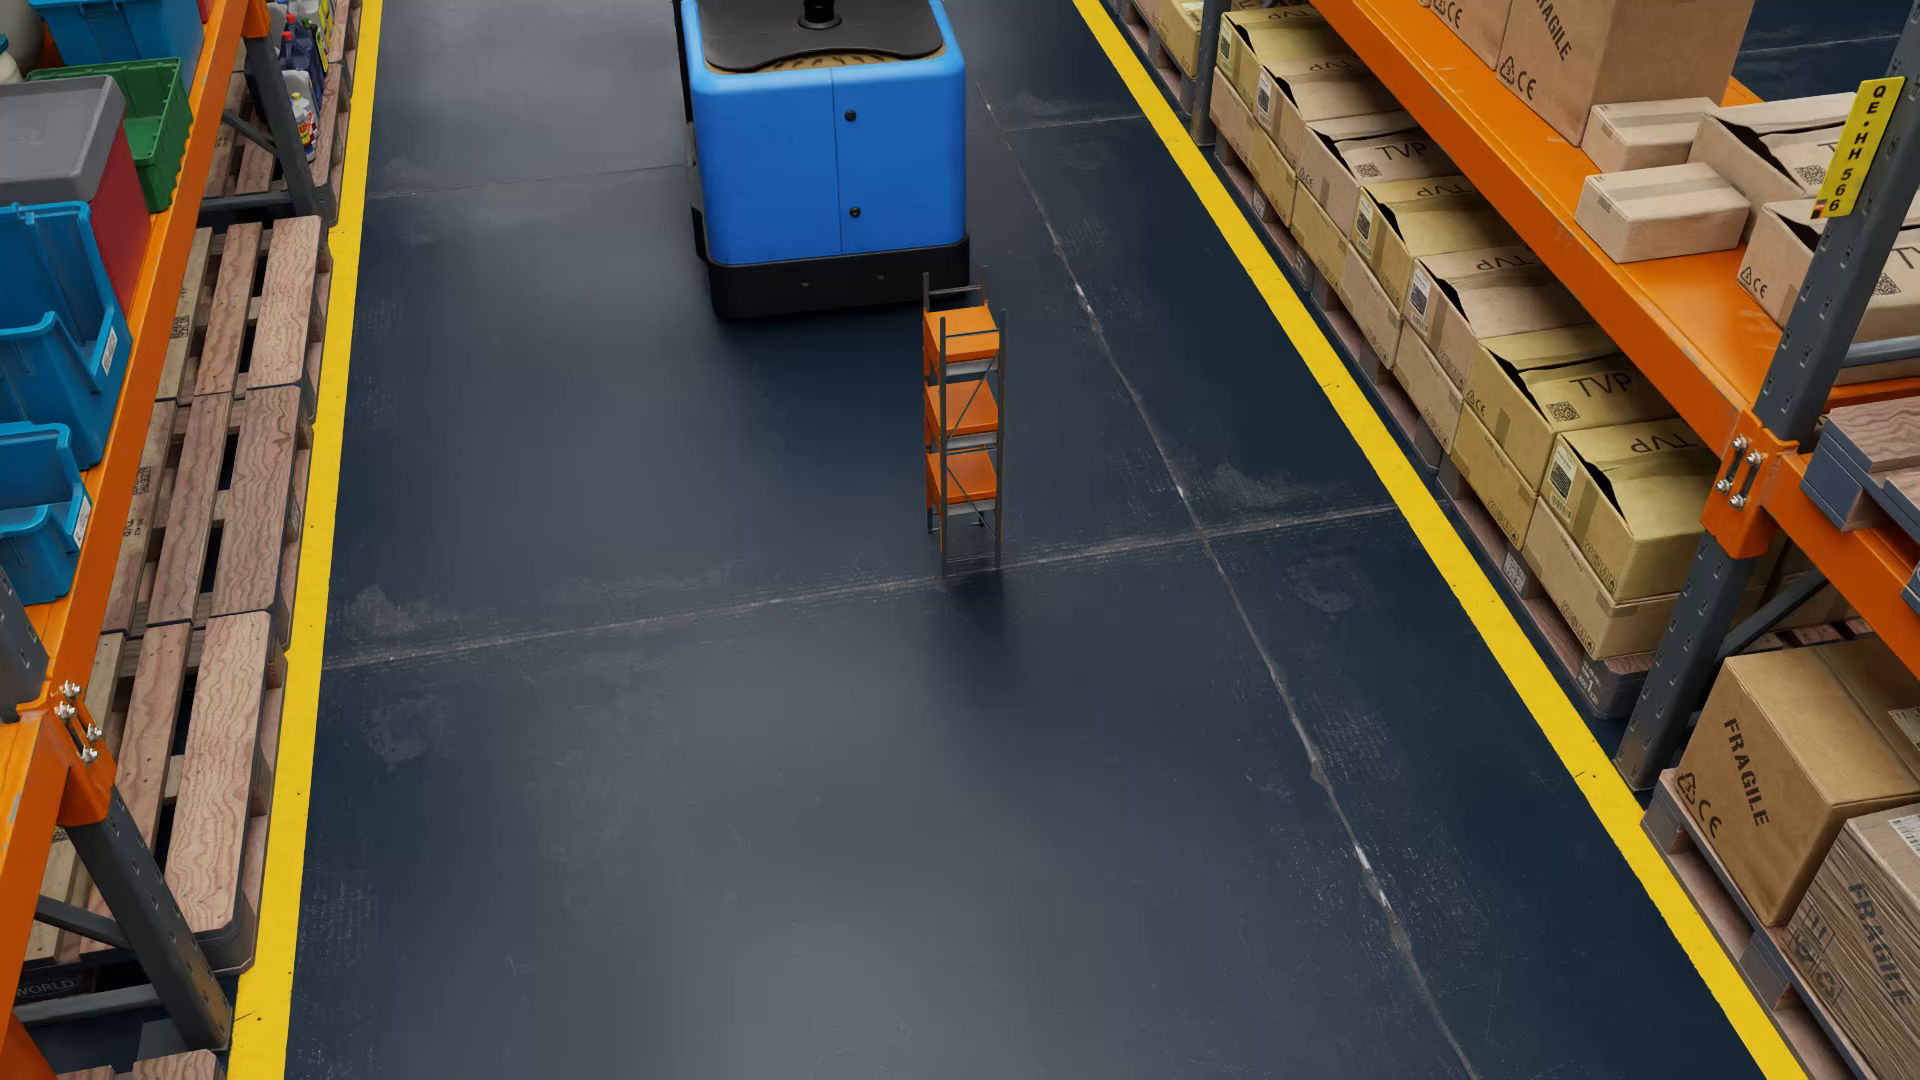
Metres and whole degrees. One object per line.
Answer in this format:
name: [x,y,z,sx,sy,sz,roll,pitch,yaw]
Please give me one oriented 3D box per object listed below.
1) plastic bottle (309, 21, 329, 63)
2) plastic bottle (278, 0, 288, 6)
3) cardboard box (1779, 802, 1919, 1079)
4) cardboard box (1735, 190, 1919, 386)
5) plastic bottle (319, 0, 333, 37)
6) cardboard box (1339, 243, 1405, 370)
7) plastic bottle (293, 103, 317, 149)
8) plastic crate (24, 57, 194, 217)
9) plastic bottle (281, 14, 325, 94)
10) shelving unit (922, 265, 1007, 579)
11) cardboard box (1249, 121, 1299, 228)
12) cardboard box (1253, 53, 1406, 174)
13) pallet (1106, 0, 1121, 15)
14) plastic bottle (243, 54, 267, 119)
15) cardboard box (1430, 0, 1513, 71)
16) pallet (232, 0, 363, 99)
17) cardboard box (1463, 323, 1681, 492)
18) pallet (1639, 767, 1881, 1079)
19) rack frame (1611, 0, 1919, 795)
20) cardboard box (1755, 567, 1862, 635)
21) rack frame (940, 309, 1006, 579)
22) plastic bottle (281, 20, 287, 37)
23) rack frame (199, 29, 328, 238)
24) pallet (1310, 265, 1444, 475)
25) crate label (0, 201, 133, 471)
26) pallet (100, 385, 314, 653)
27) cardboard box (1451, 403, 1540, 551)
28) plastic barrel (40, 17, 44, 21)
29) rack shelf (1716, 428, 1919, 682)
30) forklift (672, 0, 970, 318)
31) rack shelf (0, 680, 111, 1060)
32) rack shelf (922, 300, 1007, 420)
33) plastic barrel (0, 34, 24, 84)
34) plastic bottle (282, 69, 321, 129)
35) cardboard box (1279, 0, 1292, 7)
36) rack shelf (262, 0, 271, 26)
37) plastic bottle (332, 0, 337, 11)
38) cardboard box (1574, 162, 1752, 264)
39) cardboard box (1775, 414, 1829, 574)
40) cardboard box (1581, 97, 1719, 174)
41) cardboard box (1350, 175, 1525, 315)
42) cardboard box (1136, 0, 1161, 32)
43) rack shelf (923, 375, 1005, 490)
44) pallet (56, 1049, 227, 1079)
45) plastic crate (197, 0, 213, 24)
plastic bottle: [-3.090,-2.379,7.947,0.097,0.201,0.097,0,42,0]
plastic bottle: [-3.293,-2.542,8.131,0.097,0.201,0.097,0,42,0]
cardboard box: [2.396,0.962,3.959,0.500,0.500,0.500,-10,43,-11]
cardboard box: [2.423,-0.692,4.337,0.500,0.311,0.500,-6,42,-7]
plastic bottle: [-3.184,-2.644,8.133,0.144,0.351,0.185,-7,42,-8]
cardboard box: [1.773,-0.911,6.272,0.500,0.250,0.500,-8,42,-8]
plastic bottle: [-2.905,-1.822,7.320,0.097,0.201,0.097,0,42,0]
plastic crate: [-2.591,-1.201,5.003,0.450,0.188,0.662,-8,42,-9]
plastic bottle: [-3.052,-2.248,7.687,0.144,0.351,0.185,-10,43,-11]
shelving unit: [0.012,-0.358,5.362,0.215,1.050,0.252,-8,42,-9]
cardboard box: [1.549,-1.576,7.021,0.500,0.250,0.500,-7,42,-8]
cardboard box: [1.544,-1.786,6.835,0.500,0.311,0.500,-9,42,-10]
pallet: [1.197,-3.347,9.362,1.003,0.211,1.213,-8,42,-9]
plastic bottle: [-3.152,-2.105,7.525,0.144,0.351,0.185,-8,42,-9]
cardboard box: [1.967,-1.947,5.609,0.500,0.500,0.500,-8,42,-9]
pallet: [-3.613,-2.560,8.474,1.003,0.211,1.213,-8,42,-9]
cardboard box: [1.986,-0.462,5.343,0.500,0.311,0.500,-9,42,-10]
pallet: [2.583,1.049,4.409,1.003,0.211,1.213,-8,42,-9]
rack frame: [2.458,-0.483,4.035,1.000,3.000,0.127,-8,42,-9]
cardboard box: [2.632,0.006,5.238,0.500,0.250,0.500,-8,42,-9]
rack frame: [0.038,-0.279,5.273,0.200,1.050,0.008,-8,42,-9]
plastic bottle: [-3.120,-2.308,7.814,0.097,0.271,0.097,0,42,0]
rack frame: [-3.242,-2.369,6.159,1.000,3.000,0.127,-8,42,-9]
pallet: [2.059,-0.769,6.457,1.003,0.211,1.213,-8,42,-9]
crate label: [-2.329,-0.472,3.995,0.502,0.435,0.616,-8,42,-9]
pallet: [-2.768,-0.030,5.625,1.003,0.211,1.213,-8,42,-9]
cardboard box: [1.992,-0.252,5.529,0.500,0.250,0.500,-9,42,-10]
plastic barrel: [-3.455,-2.262,5.662,0.600,0.901,0.708,-8,42,-9]
rack shelf: [2.890,1.082,2.813,1.077,0.370,4.000,-8,42,-9]
forklift: [-0.729,-2.967,6.884,1.130,2.935,3.031,-7,42,-8]
rack shelf: [-1.947,1.790,2.016,1.077,0.370,4.000,-8,42,-9]
rack shelf: [0.012,-0.562,5.181,0.215,0.259,0.240,-8,42,-9]
plastic barrel: [-3.107,-1.437,5.214,0.301,0.262,0.301,0,42,0]
plastic bottle: [-2.980,-1.990,7.452,0.152,0.276,0.135,-7,42,-8]
cardboard box: [1.791,-2.549,8.117,0.500,0.250,0.500,-8,42,-9]
rack shelf: [-3.674,-3.396,7.858,1.077,0.370,4.000,-8,42,-9]
plastic bottle: [-3.254,-2.813,8.379,0.152,0.276,0.135,-8,42,-9]
cardboard box: [1.994,-0.933,4.730,0.380,0.149,0.250,-8,42,-9]
cardboard box: [2.632,-0.203,5.052,0.500,0.311,0.500,-7,42,-8]
cardboard box: [2.128,-1.208,5.040,0.380,0.149,0.250,-5,42,-6]
cardboard box: [1.774,-1.115,6.079,0.500,0.311,0.500,-7,42,-8]
cardboard box: [1.183,-2.800,8.399,0.500,0.250,0.500,-8,42,-9]
rack shelf: [0.012,-0.350,5.369,0.215,0.259,0.240,-8,42,-9]
pallet: [-2.168,1.772,3.595,1.003,0.211,1.213,-8,42,-9]
plastic crate: [-2.839,-2.123,5.834,0.402,0.464,0.583,-8,42,-9]
